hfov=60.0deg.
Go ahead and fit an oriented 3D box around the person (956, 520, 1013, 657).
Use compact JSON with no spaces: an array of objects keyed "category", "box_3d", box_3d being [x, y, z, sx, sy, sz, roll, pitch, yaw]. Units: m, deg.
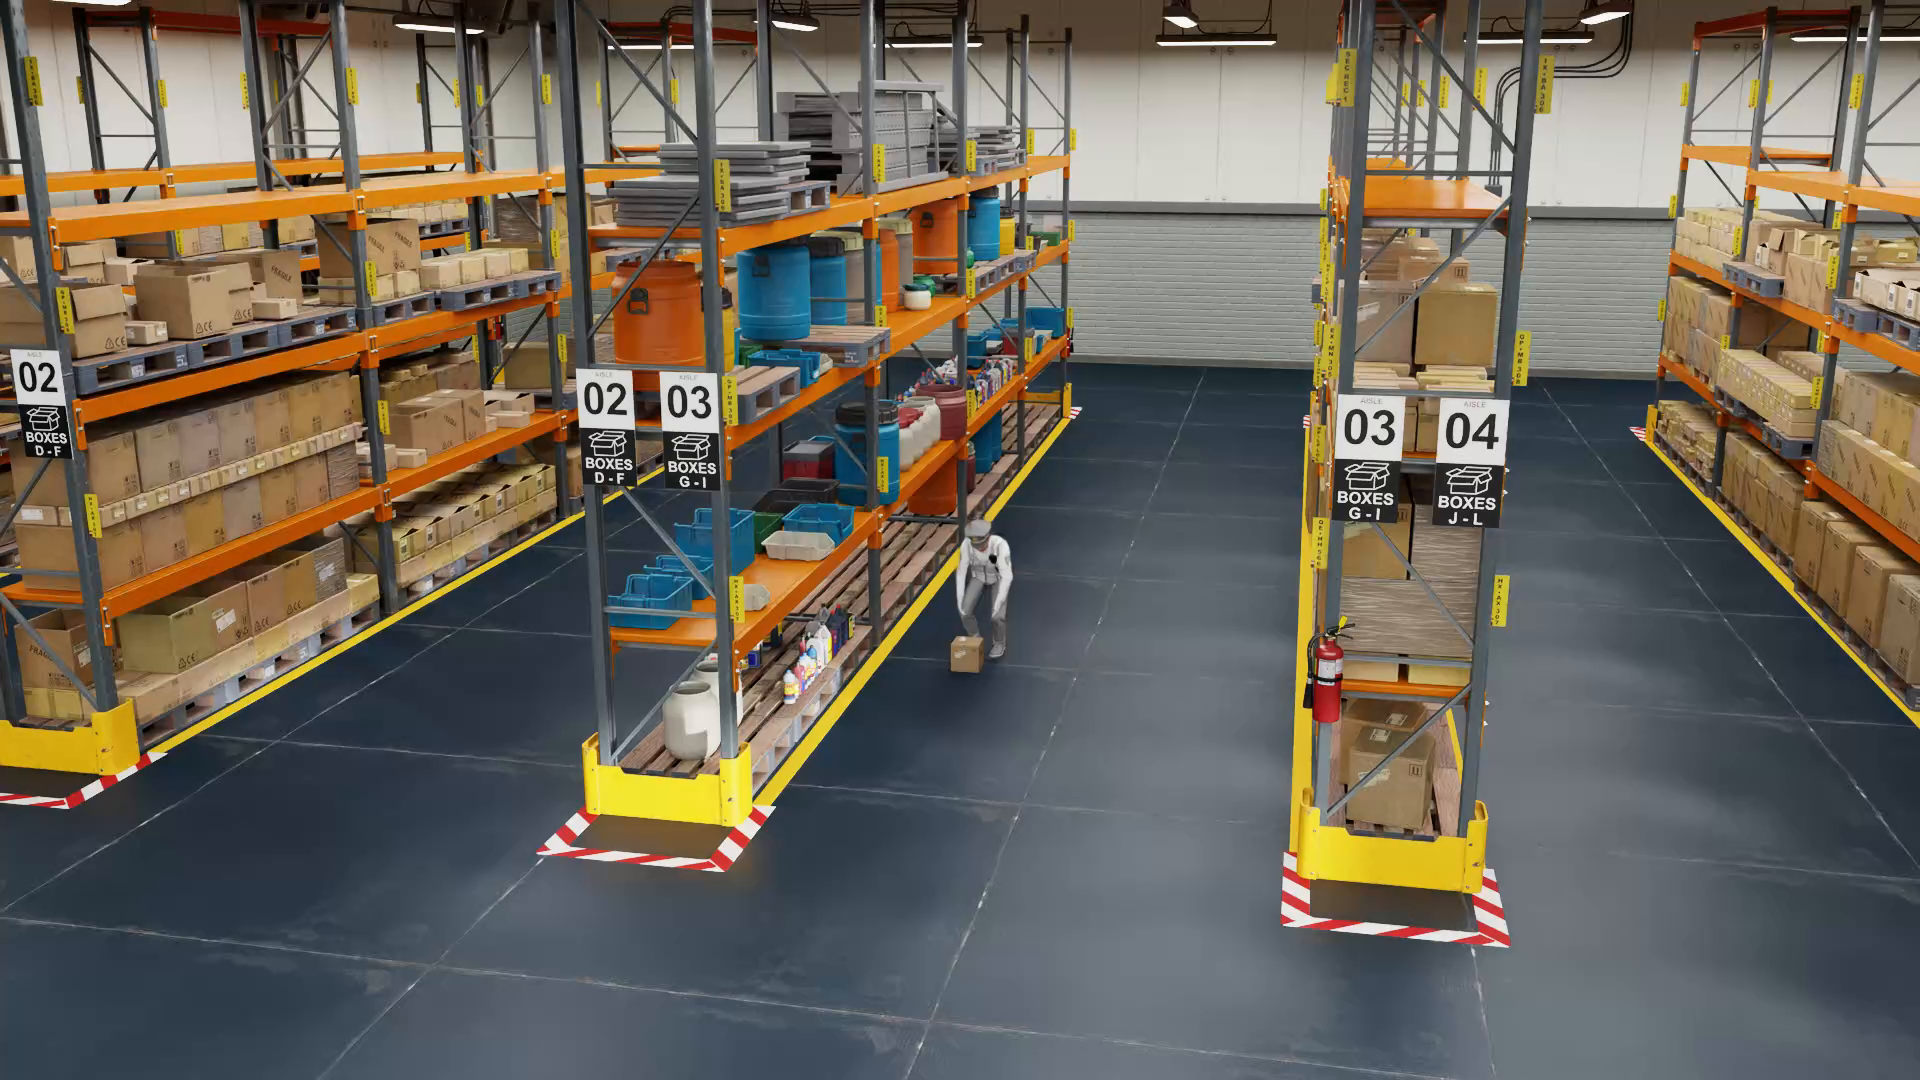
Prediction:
[{"category":"person","box_3d":[0.243,0.421,15.108,0.534,1.320,0.739,5,16,20]}]
